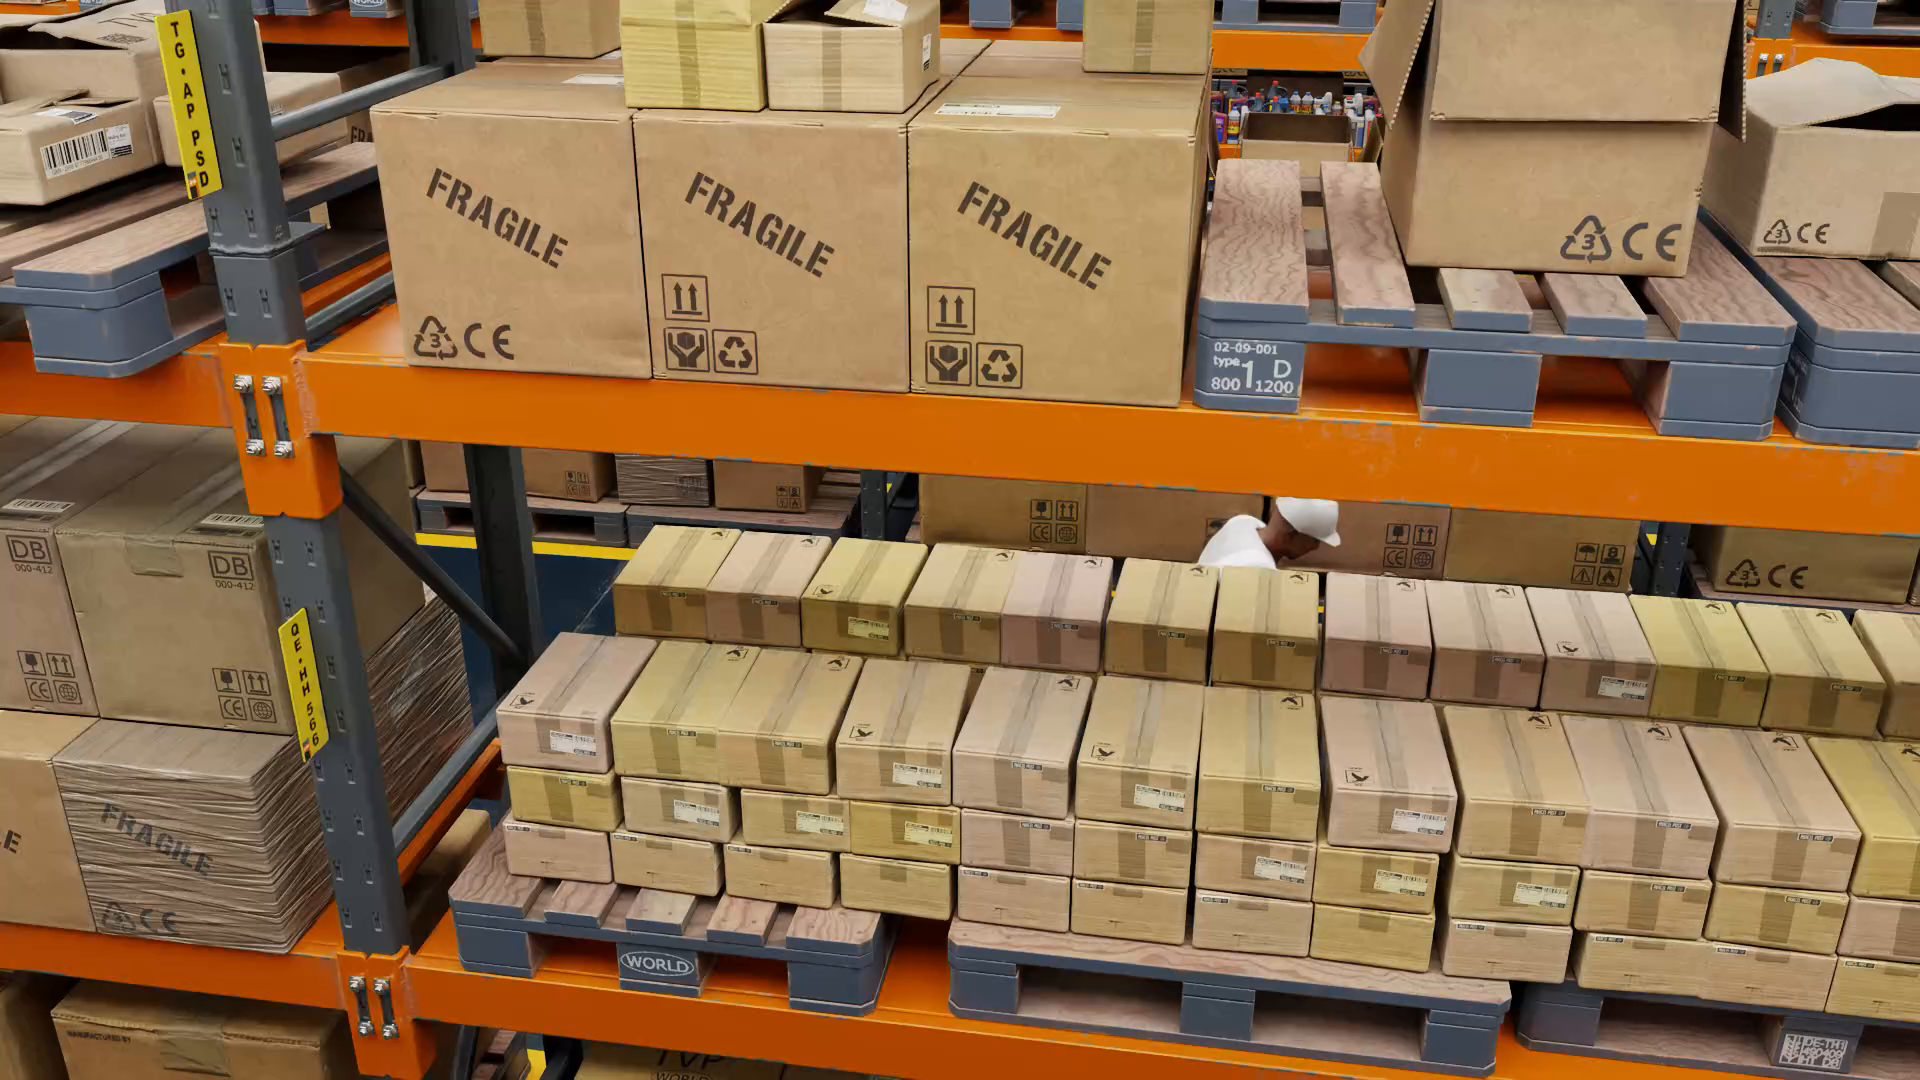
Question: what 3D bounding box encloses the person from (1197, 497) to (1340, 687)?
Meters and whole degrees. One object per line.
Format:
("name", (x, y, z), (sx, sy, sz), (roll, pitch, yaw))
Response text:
("person", (1.035, 0.520, 6.173), (0.629, 1.602, 0.601), (4, 25, 9))
